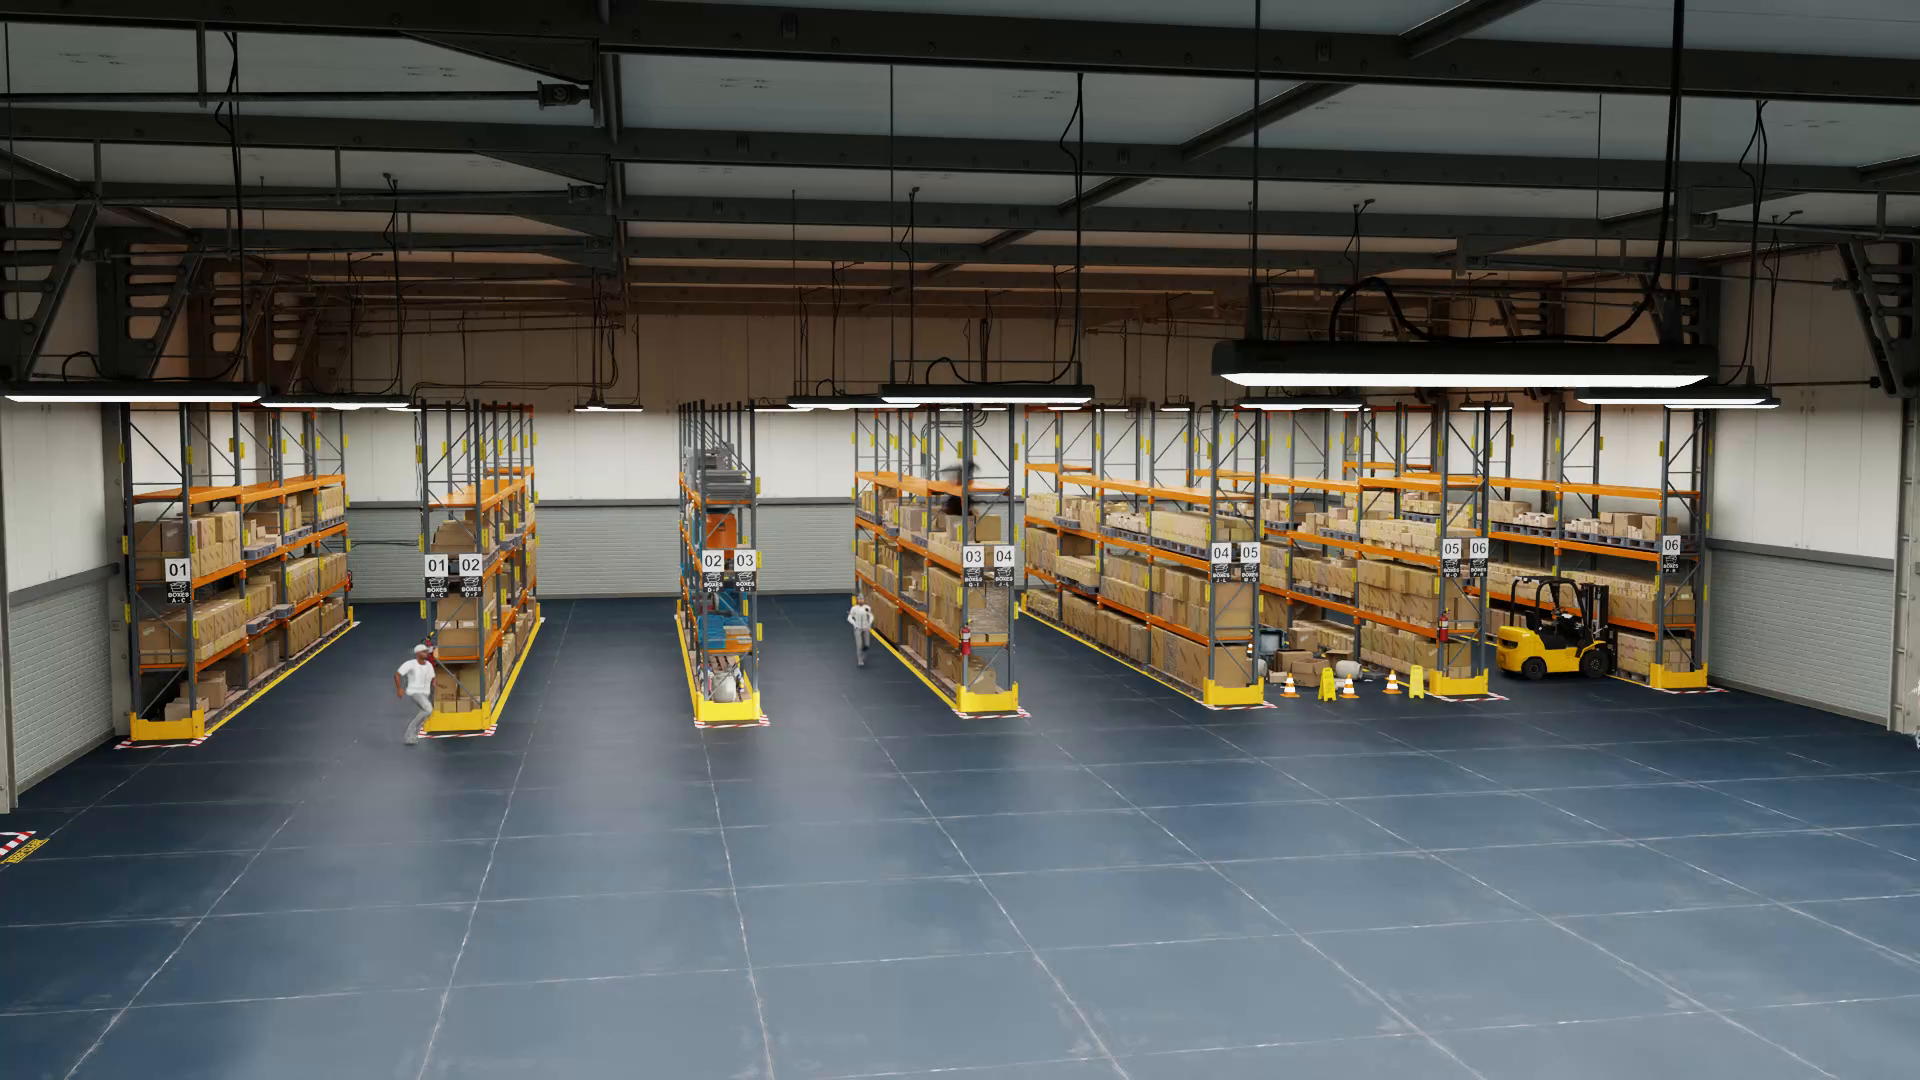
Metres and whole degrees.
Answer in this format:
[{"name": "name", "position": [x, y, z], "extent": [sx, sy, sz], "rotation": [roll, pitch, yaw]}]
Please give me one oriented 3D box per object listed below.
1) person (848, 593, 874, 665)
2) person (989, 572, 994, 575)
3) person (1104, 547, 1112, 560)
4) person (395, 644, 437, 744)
[{"name": "person", "position": [-2.256, 2.029, 38.027], "extent": [0.612, 1.648, 0.571], "rotation": [-1, 4, -12]}, {"name": "person", "position": [0.993, 1.342, 46.657], "extent": [0.682, 1.764, 0.771], "rotation": [-1, 4, -13]}, {"name": "person", "position": [4.519, 1.077, 50.512], "extent": [0.844, 1.704, 0.569], "rotation": [0, 4, -4]}, {"name": "person", "position": [-9.382, 2.680, 28.962], "extent": [0.633, 1.689, 0.730], "rotation": [2, 5, 26]}]
